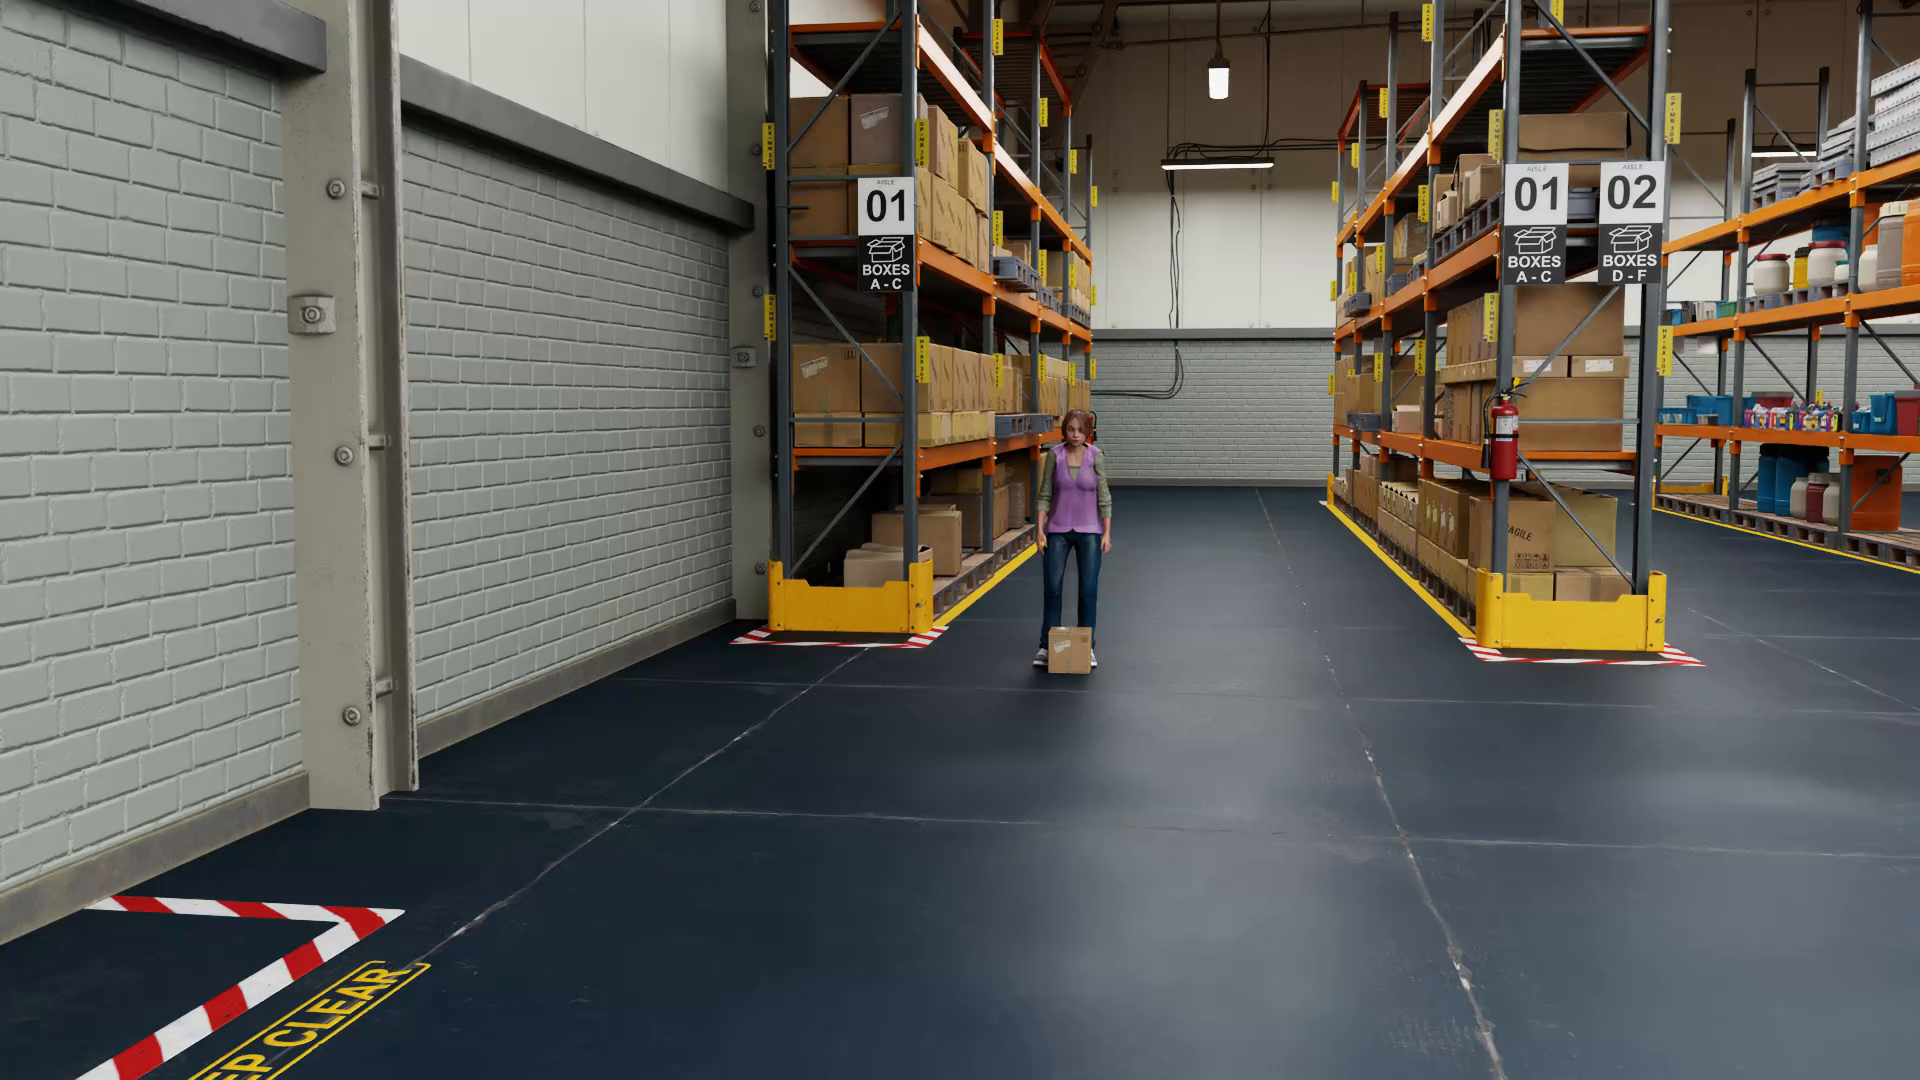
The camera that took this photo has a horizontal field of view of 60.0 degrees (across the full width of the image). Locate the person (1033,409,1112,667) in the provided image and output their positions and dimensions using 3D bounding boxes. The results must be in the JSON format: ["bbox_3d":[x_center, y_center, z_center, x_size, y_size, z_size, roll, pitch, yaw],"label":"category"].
[{"bbox_3d":[0.703,-0.017,10.330,0.481,1.593,0.343,1,5,6],"label":"person"}]
